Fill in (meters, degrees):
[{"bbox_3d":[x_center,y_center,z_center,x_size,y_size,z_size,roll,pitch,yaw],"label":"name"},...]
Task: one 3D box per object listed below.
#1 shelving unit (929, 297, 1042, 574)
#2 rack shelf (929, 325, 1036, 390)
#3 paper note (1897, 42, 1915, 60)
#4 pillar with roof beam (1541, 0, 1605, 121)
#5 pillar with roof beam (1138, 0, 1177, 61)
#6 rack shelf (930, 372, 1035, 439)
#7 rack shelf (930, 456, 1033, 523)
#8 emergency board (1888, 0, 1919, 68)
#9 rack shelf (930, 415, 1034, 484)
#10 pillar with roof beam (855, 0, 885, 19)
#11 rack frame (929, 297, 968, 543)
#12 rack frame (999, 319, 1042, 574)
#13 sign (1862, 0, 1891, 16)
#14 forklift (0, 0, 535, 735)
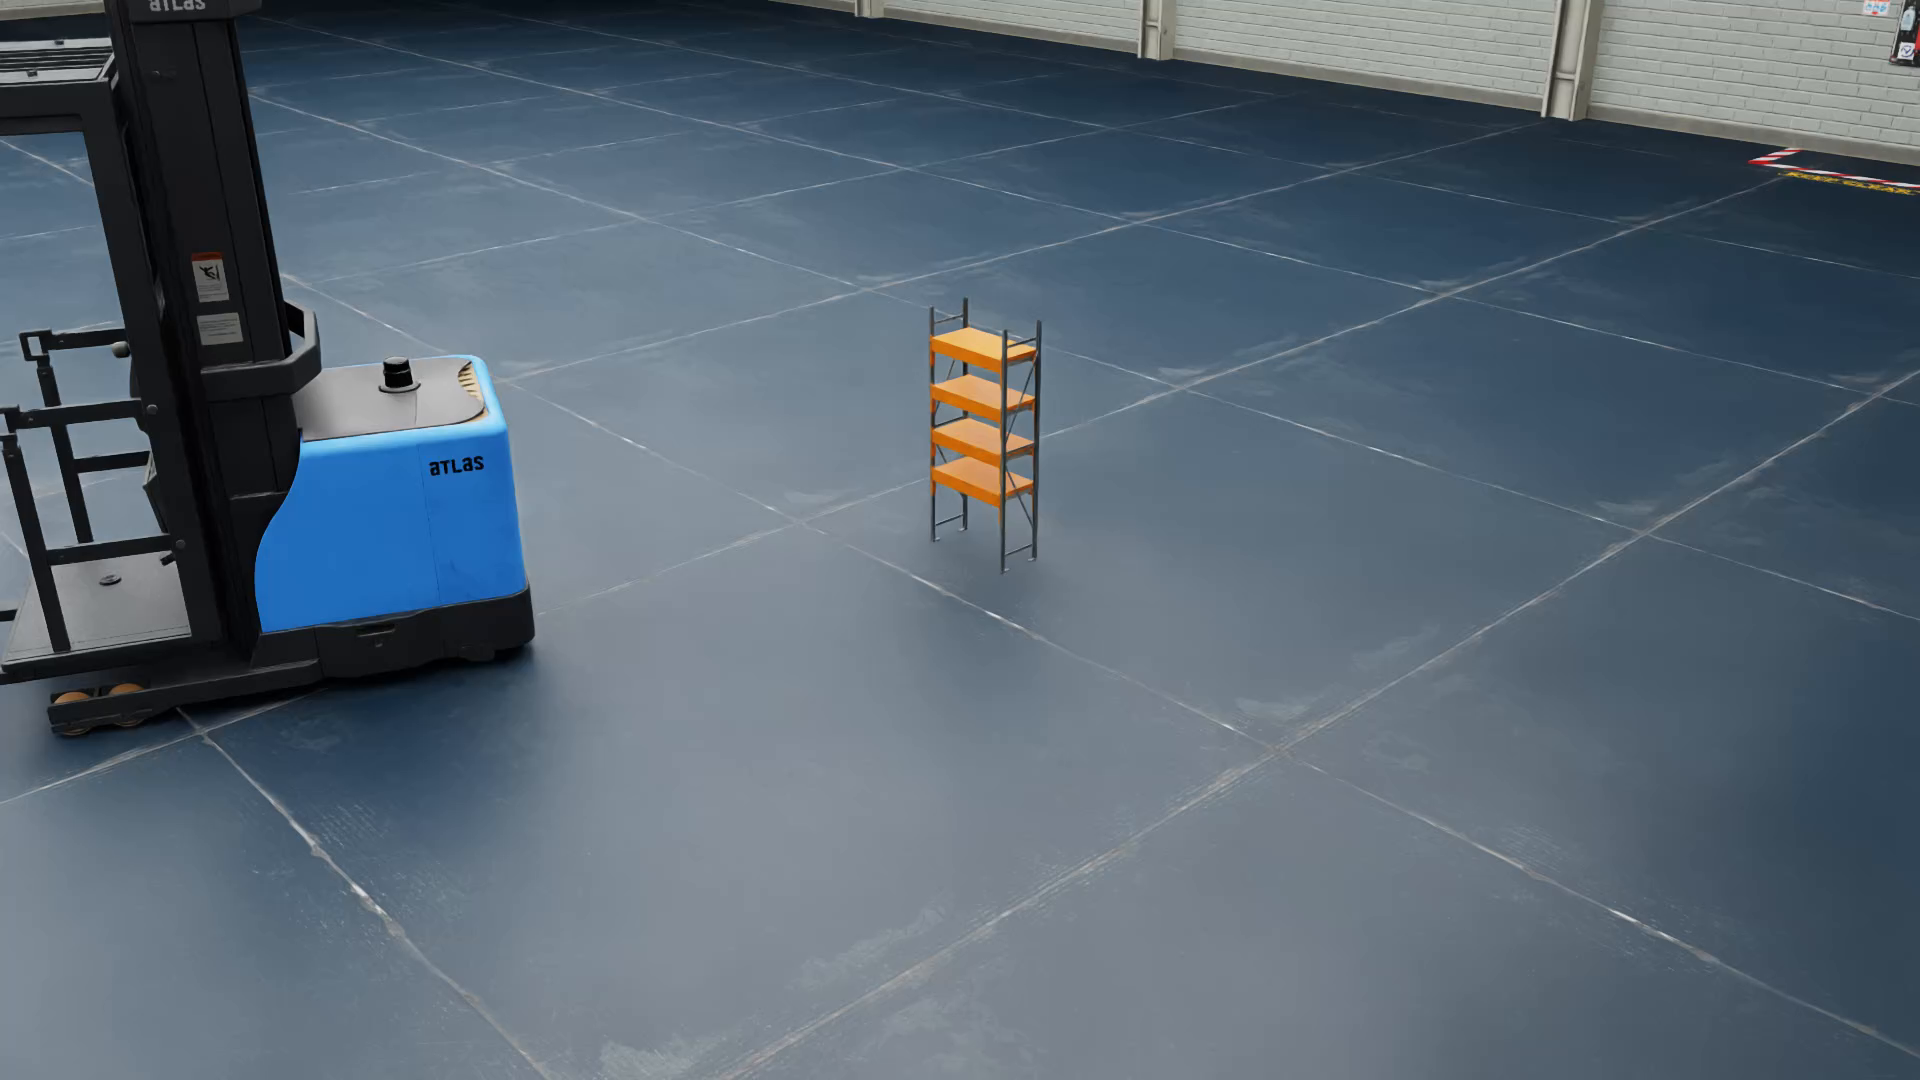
[{"bbox_3d":[0.113,-0.496,7.891,0.258,1.200,0.503,-21,32,-38],"label":"shelving unit"},{"bbox_3d":[0.113,-0.853,7.728,0.258,0.148,0.480,-21,32,-38],"label":"rack shelf"},{"bbox_3d":[9.133,-4.717,16.038,0.016,0.148,0.142,-21,32,-38],"label":"paper note"},{"bbox_3d":[3.621,-7.611,14.092,9.100,9.000,0.400,-21,32,-38],"label":"pillar with roof beam"},{"bbox_3d":[-0.479,-9.429,18.077,9.100,9.000,0.400,-21,32,-38],"label":"pillar with roof beam"},{"bbox_3d":[0.113,-0.638,7.826,0.258,0.148,0.480,-21,32,-38],"label":"rack shelf"},{"bbox_3d":[0.113,-0.254,8.001,0.258,0.148,0.480,-21,32,-38],"label":"rack shelf"},{"bbox_3d":[9.211,-5.053,15.712,0.157,1.169,0.626,-21,32,-38],"label":"emergency board"},{"bbox_3d":[0.113,-0.435,7.919,0.258,0.148,0.480,-21,32,-38],"label":"rack shelf"},{"bbox_3d":[-4.580,-11.247,22.062,9.100,9.000,0.400,-21,32,-38],"label":"pillar with roof beam"},{"bbox_3d":[-0.054,-0.570,8.053,0.240,1.200,0.015,-21,32,-38],"label":"rack frame"},{"bbox_3d":[0.280,-0.422,7.729,0.240,1.200,0.015,-21,32,-38],"label":"rack frame"},{"bbox_3d":[8.901,-5.258,16.118,0.001,0.329,0.234,-21,32,-38],"label":"sign"},{"bbox_3d":[-3.405,-0.811,6.496,3.031,2.935,1.130,-9,26,-18],"label":"forklift"}]
